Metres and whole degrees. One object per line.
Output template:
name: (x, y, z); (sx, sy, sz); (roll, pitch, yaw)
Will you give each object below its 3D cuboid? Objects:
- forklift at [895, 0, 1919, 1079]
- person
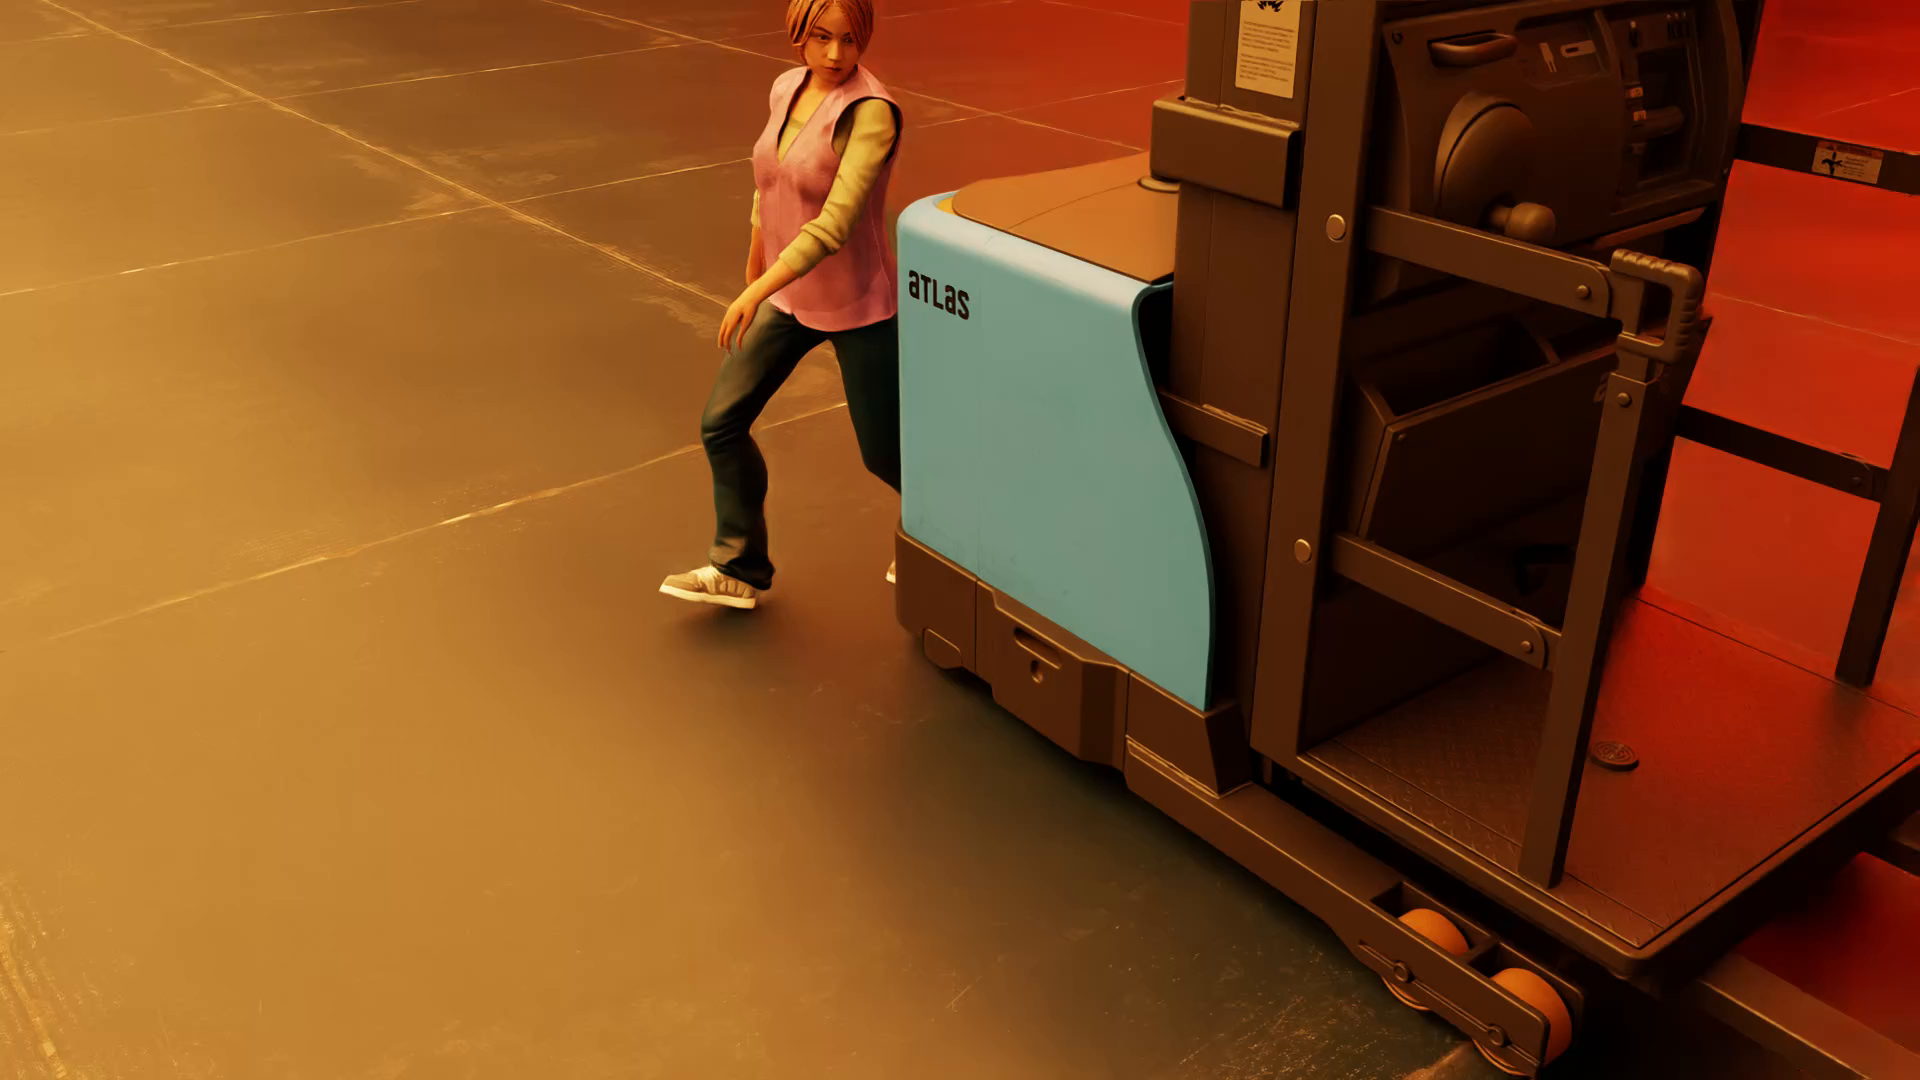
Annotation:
forklift: (1.143, -0.686, 2.586); (1.130, 2.935, 3.031); (-19, 32, -33)
person: (-0.376, -0.558, 3.917); (0.540, 1.526, 0.797); (20, 33, 35)
